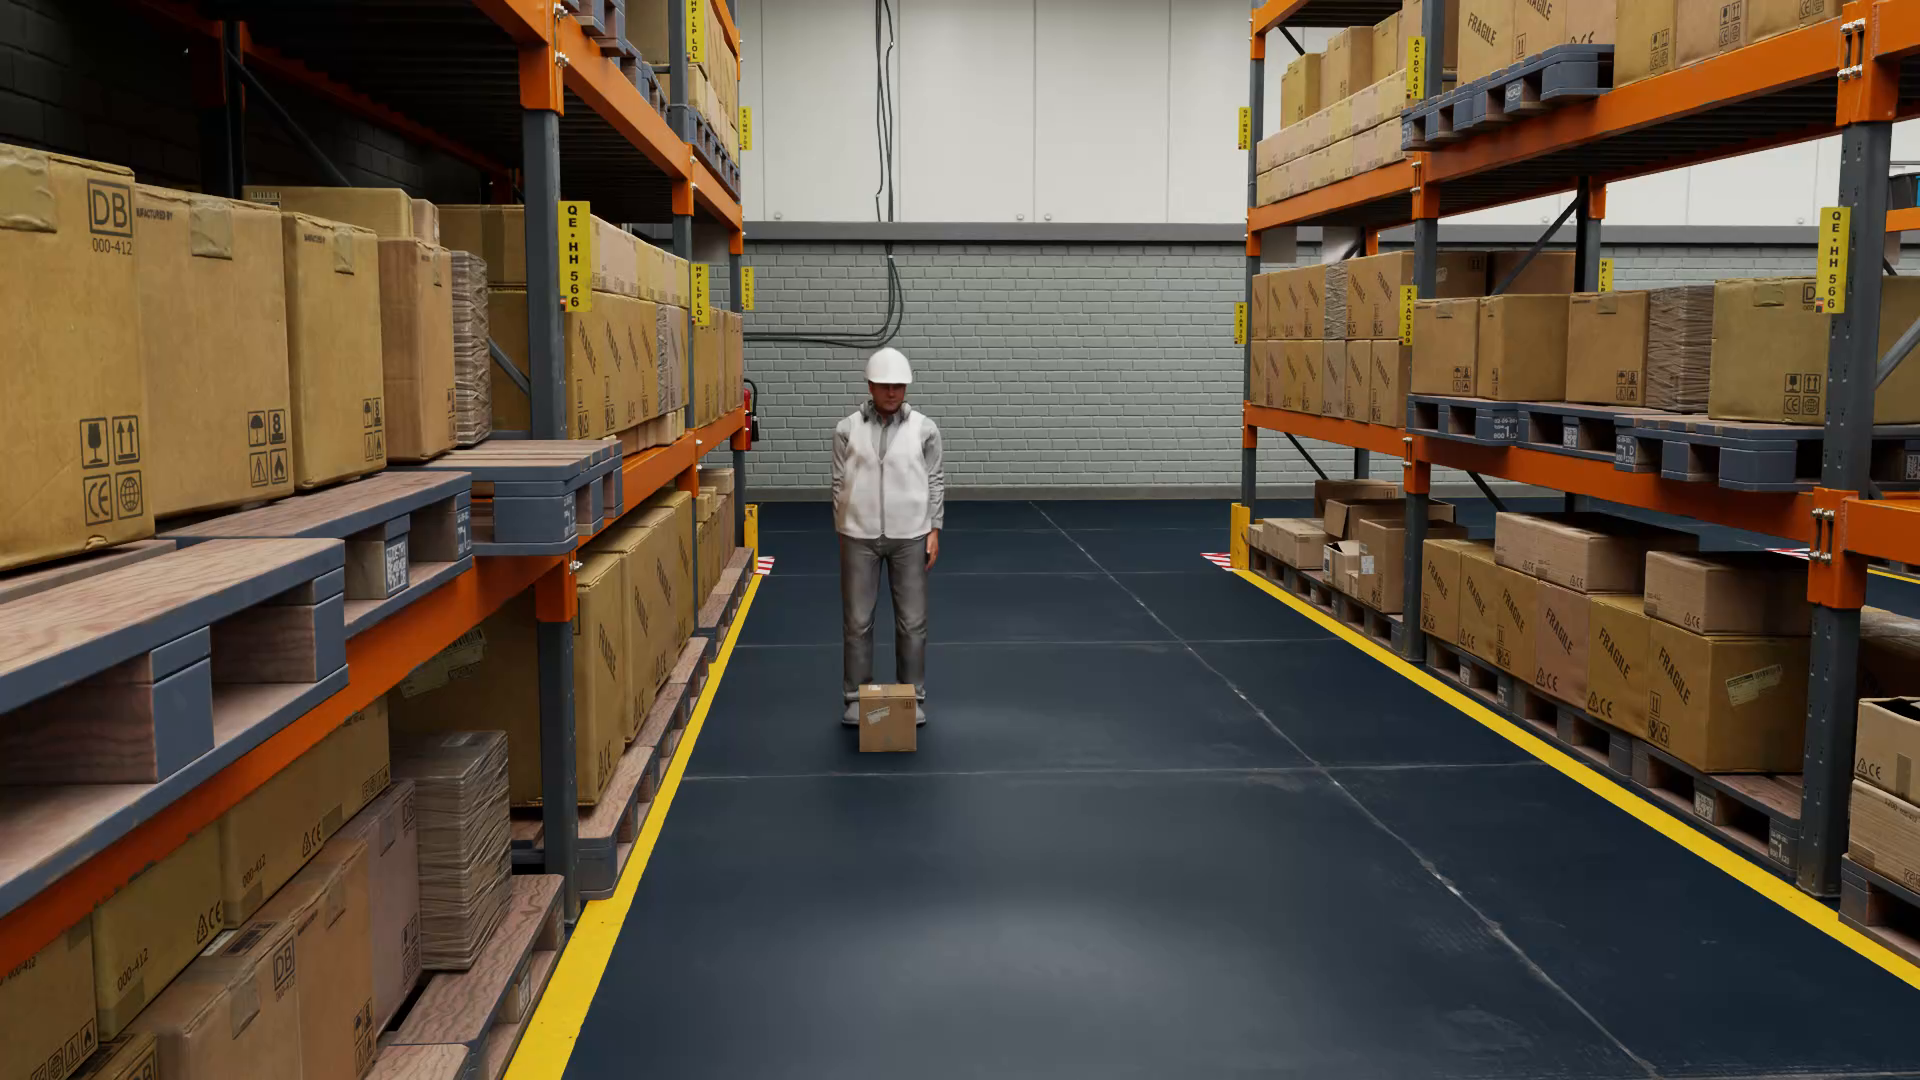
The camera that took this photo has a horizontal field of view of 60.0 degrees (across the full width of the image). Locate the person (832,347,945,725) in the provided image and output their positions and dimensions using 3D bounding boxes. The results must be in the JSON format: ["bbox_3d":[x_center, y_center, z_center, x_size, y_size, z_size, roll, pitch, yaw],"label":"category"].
[{"bbox_3d":[-0.335,-0.016,7.811,0.533,1.765,0.358,0,7,-1],"label":"person"}]
